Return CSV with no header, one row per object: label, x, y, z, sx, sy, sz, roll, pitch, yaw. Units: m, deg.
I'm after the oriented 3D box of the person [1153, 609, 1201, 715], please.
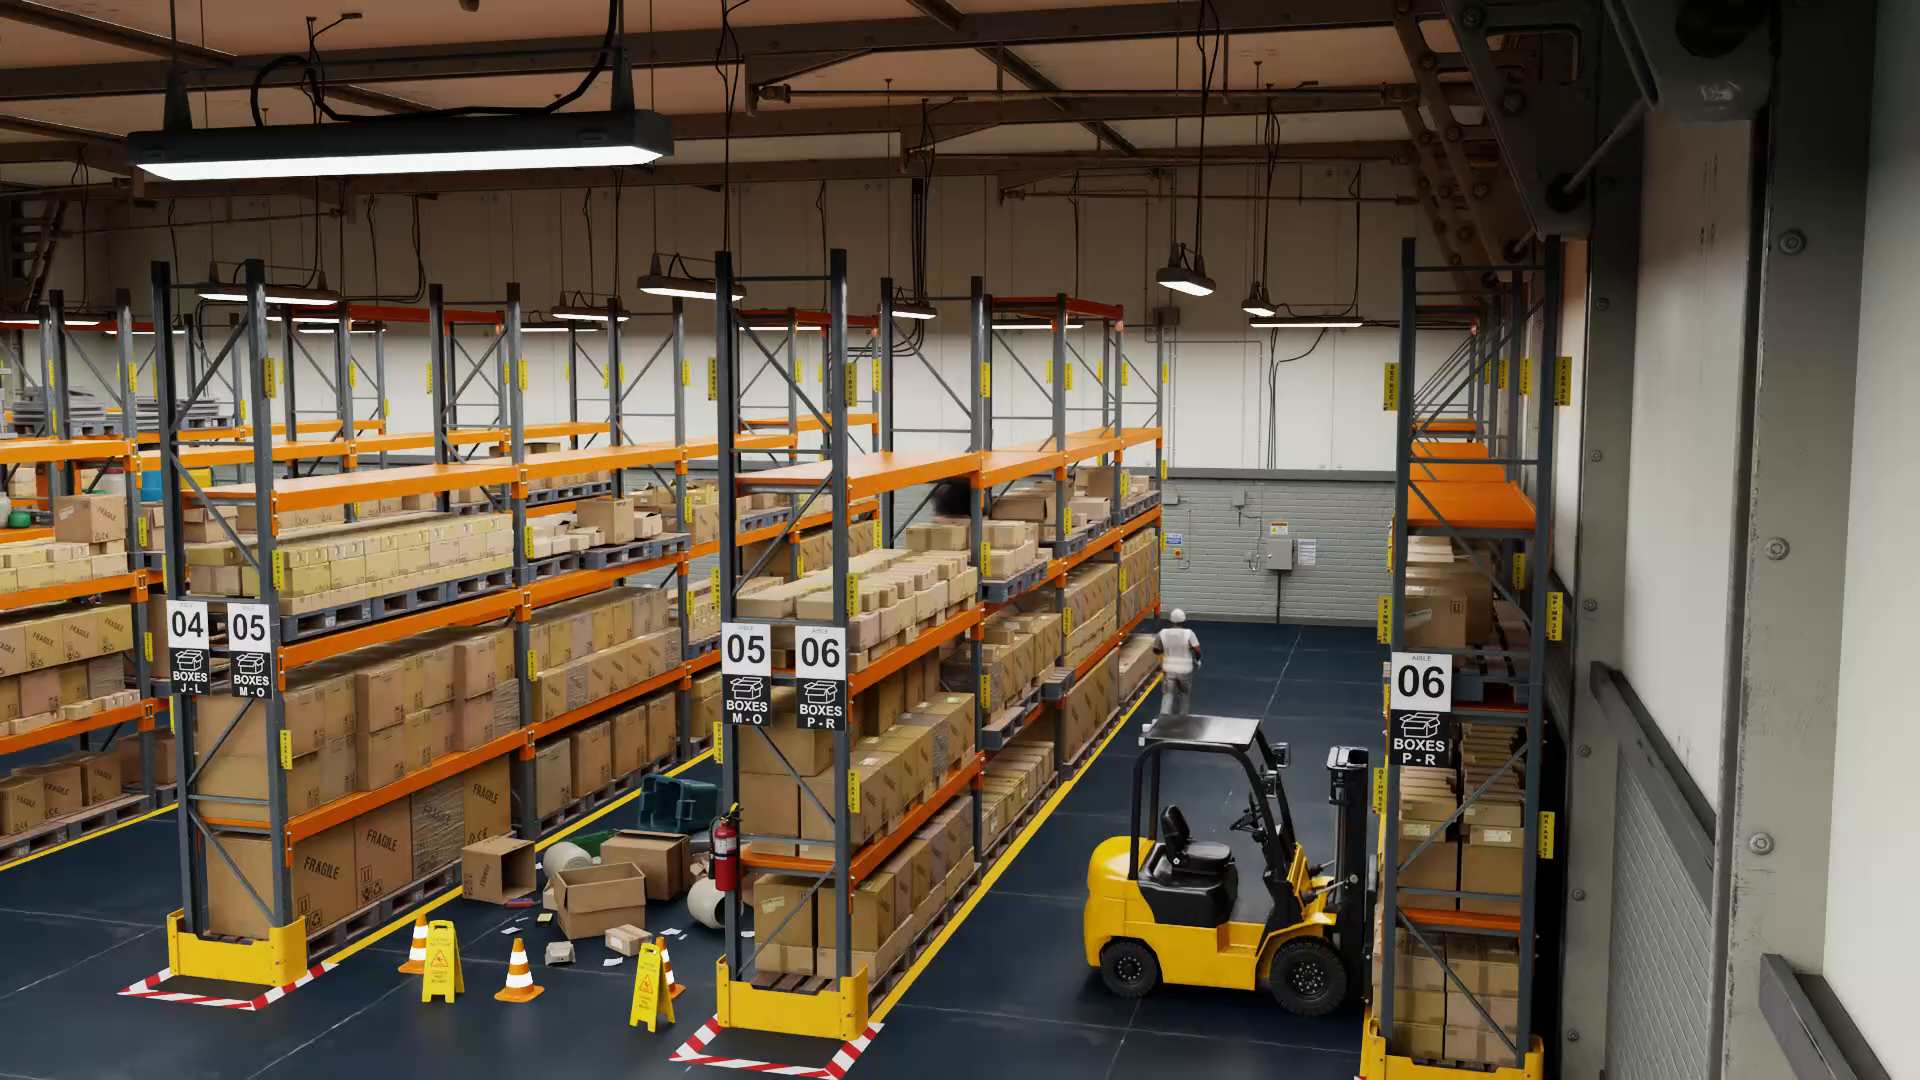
person,3.039,1.828,23.227,0.687,1.763,0.941,2,6,15
